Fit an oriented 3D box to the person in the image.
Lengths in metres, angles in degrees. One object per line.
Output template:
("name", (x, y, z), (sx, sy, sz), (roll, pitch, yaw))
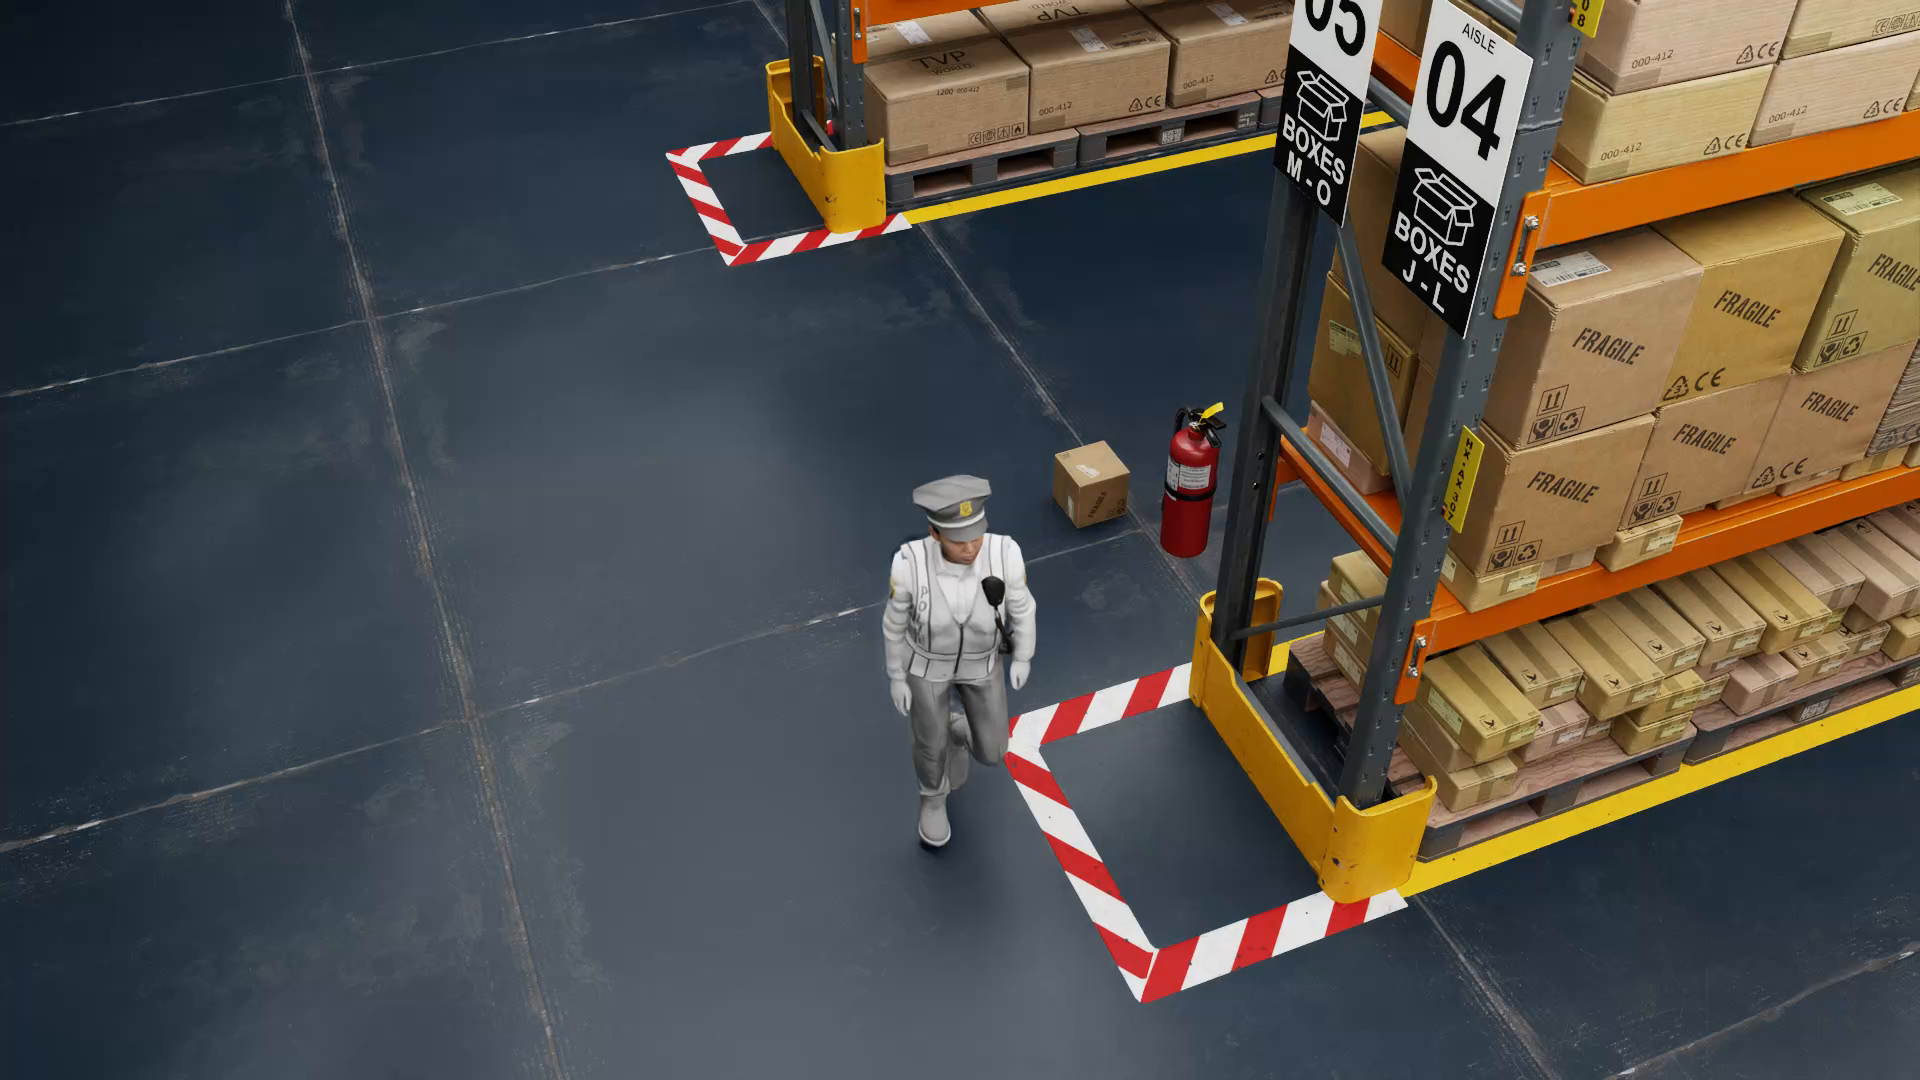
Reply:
("person", (-0.006, 0.381, 5.701), (0.518, 1.660, 0.476), (-6, 42, -7))
